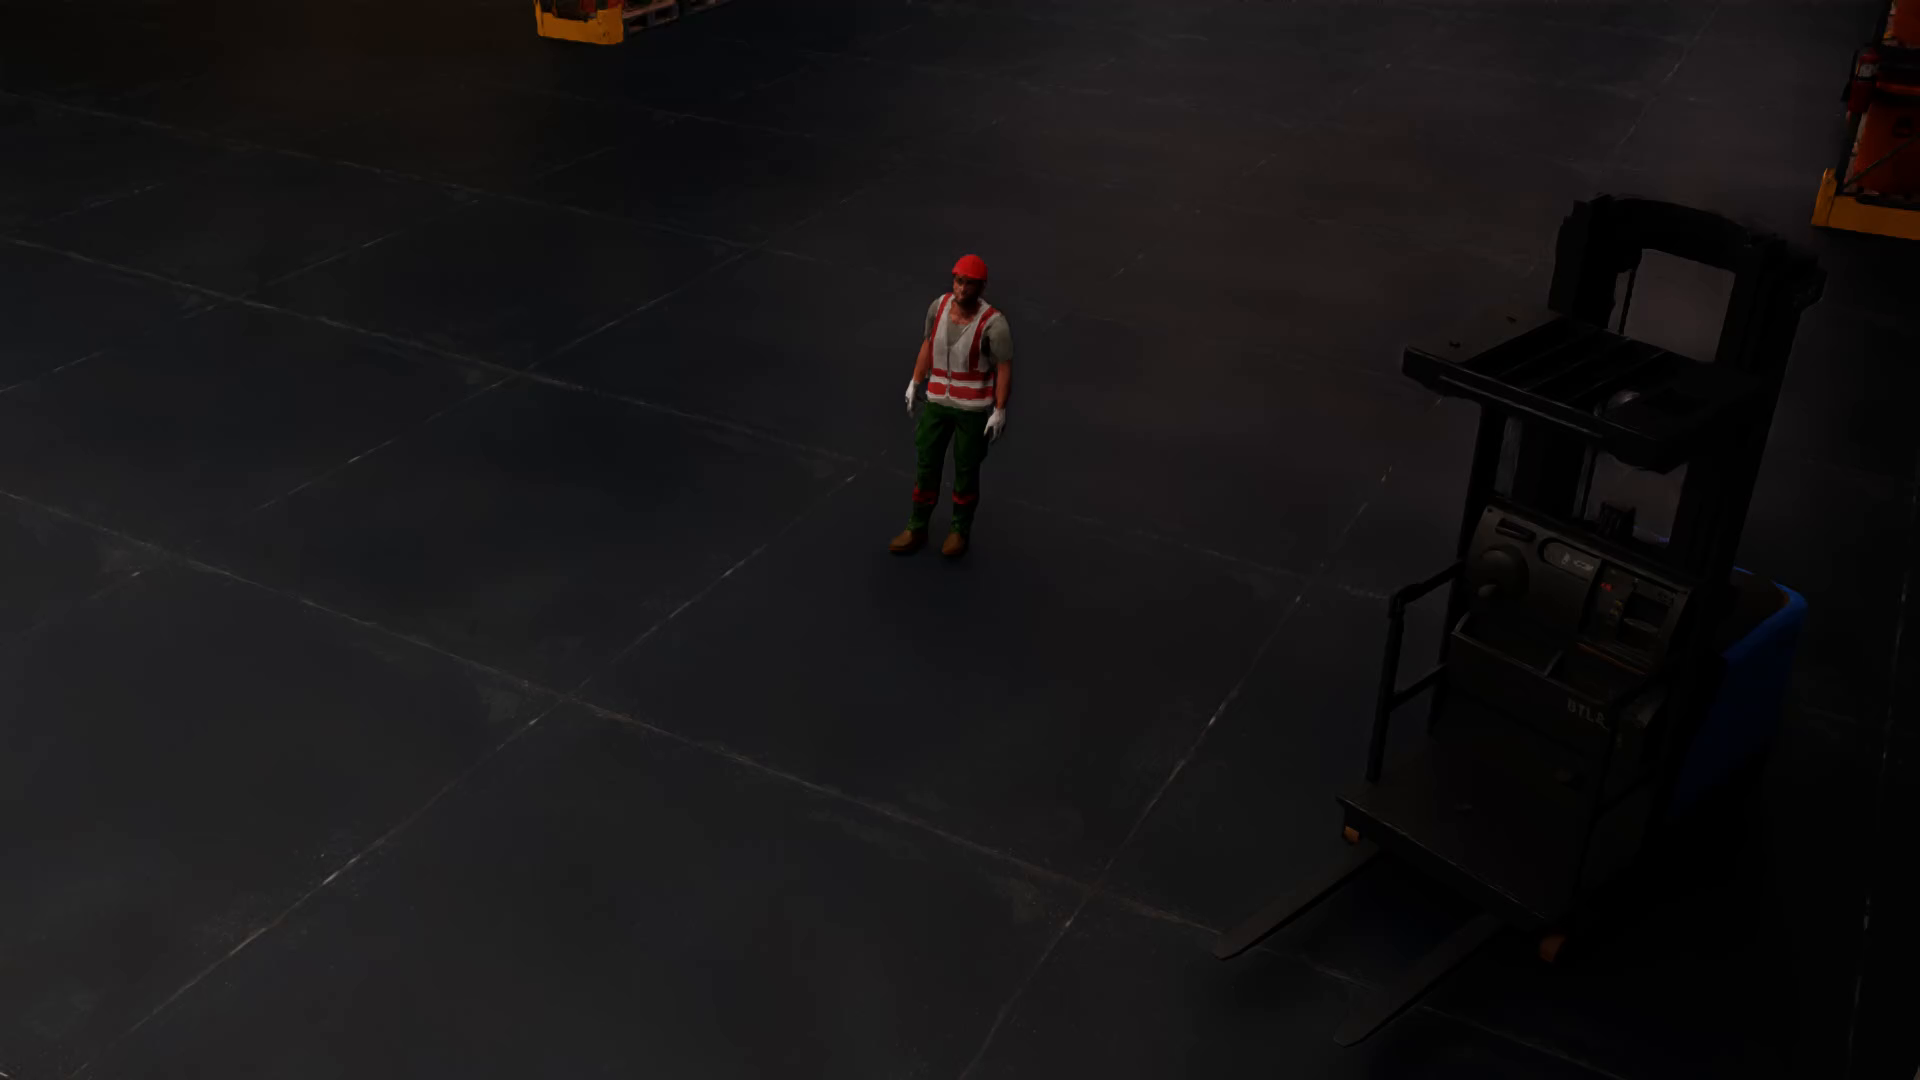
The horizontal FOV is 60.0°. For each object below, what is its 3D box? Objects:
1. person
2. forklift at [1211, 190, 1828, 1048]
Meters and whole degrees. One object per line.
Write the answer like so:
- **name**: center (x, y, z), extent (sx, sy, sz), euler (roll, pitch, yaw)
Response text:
- **person**: center (-0.049, -0.748, 9.496), extent (0.637, 1.787, 0.563), euler (15, 33, 25)
- **forklift**: center (2.367, 0.208, 6.710), extent (3.031, 2.935, 1.130), euler (-24, 37, -35)
